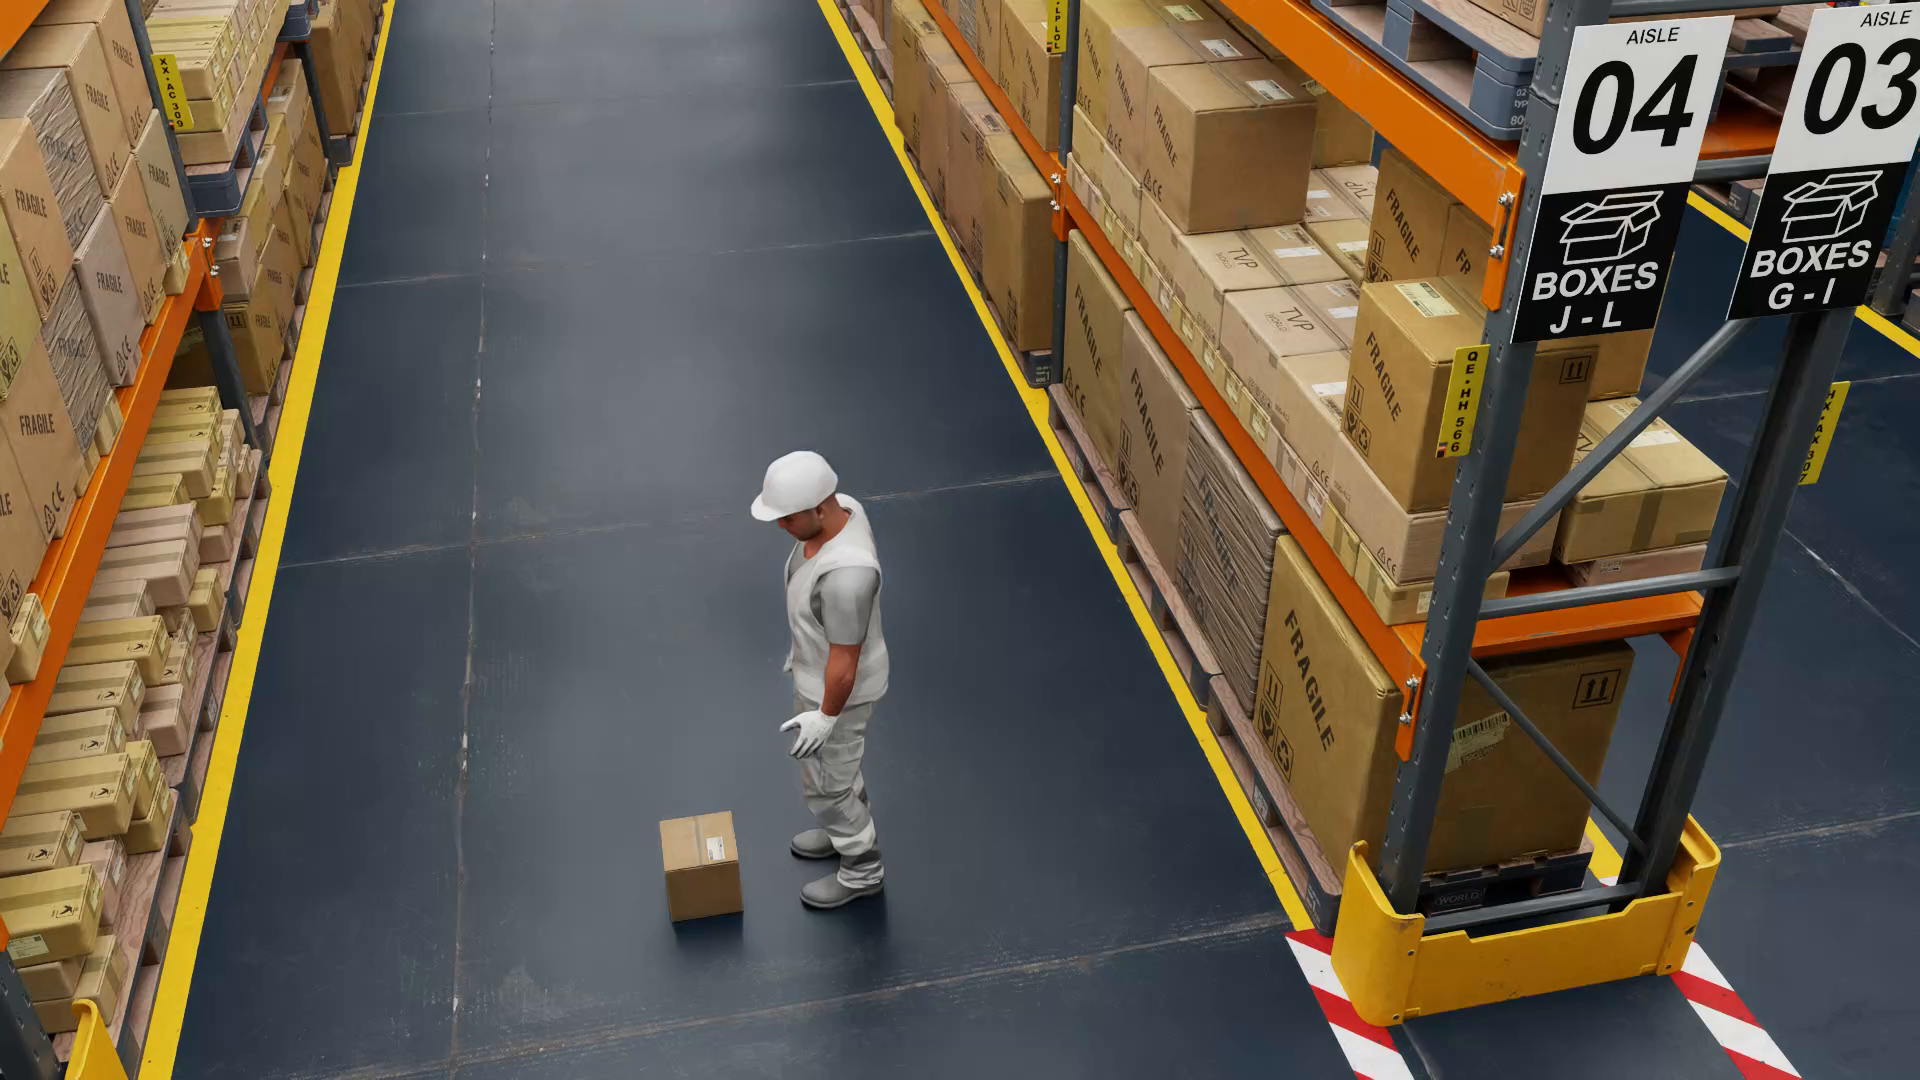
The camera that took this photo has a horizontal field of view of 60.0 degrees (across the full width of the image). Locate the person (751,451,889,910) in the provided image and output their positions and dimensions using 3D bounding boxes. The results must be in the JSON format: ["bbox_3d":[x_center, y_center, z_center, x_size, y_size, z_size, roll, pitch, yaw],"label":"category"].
[{"bbox_3d":[-0.436,0.469,5.450,0.400,1.762,0.535,-6,35,-9],"label":"person"}]
